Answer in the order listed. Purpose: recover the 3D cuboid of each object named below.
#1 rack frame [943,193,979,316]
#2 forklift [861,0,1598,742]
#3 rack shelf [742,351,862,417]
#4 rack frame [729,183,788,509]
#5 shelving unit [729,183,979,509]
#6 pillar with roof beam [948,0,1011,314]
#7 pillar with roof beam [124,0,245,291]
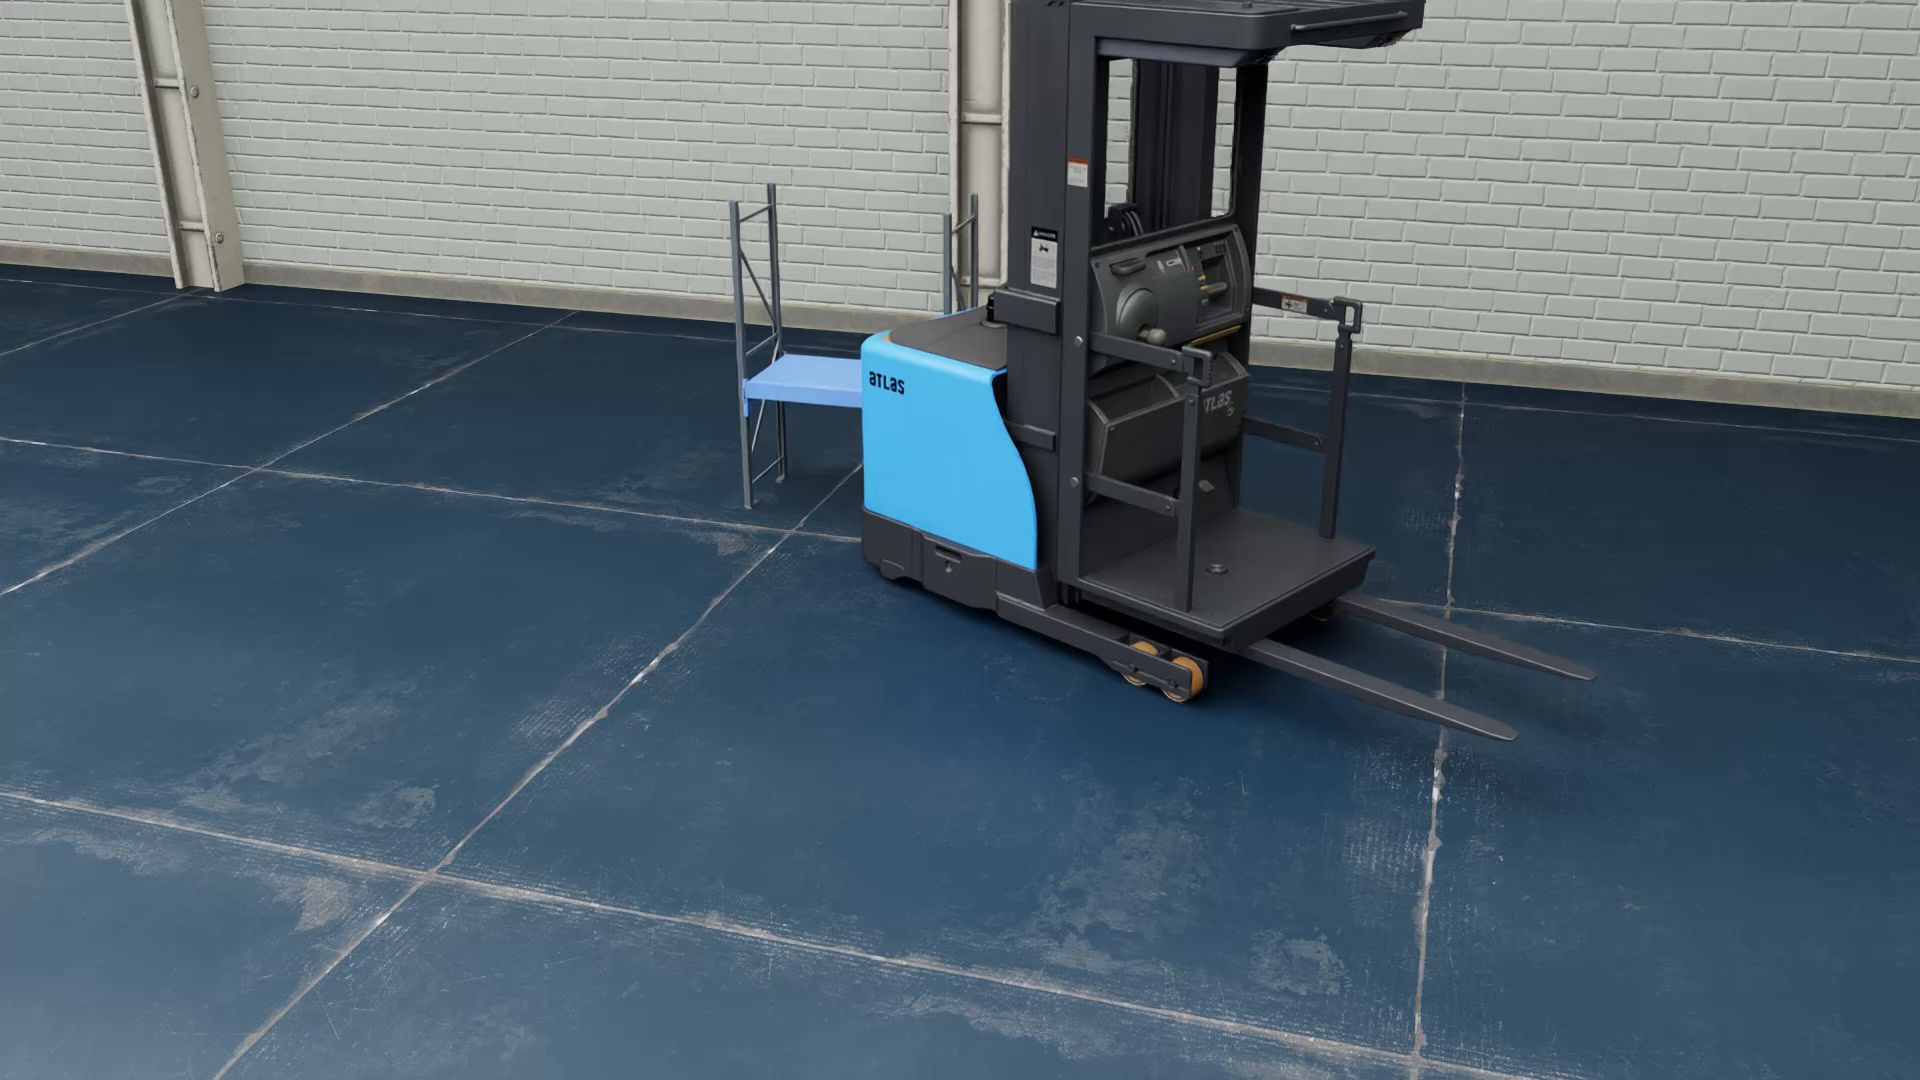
[{"bbox_3d":[0.006,-0.831,7.820,0.032,1.500,0.500,6,23,15],"label":"rack frame"},{"bbox_3d":[0.977,-0.968,6.267,3.031,2.935,1.130,20,30,40],"label":"forklift"},{"bbox_3d":[-0.483,-0.718,8.017,1.000,0.185,0.538,6,23,15],"label":"rack shelf"},{"bbox_3d":[-0.971,-0.937,8.078,0.032,1.500,0.500,6,23,15],"label":"rack frame"},{"bbox_3d":[-0.483,-0.884,7.949,1.048,1.500,0.538,6,23,15],"label":"shelving unit"},{"bbox_3d":[-1.082,-3.846,5.288,0.400,9.000,9.100,7,23,16],"label":"pillar with roof beam"},{"bbox_3d":[-6.826,-4.503,6.891,0.400,9.000,9.100,7,23,16],"label":"pillar with roof beam"}]
